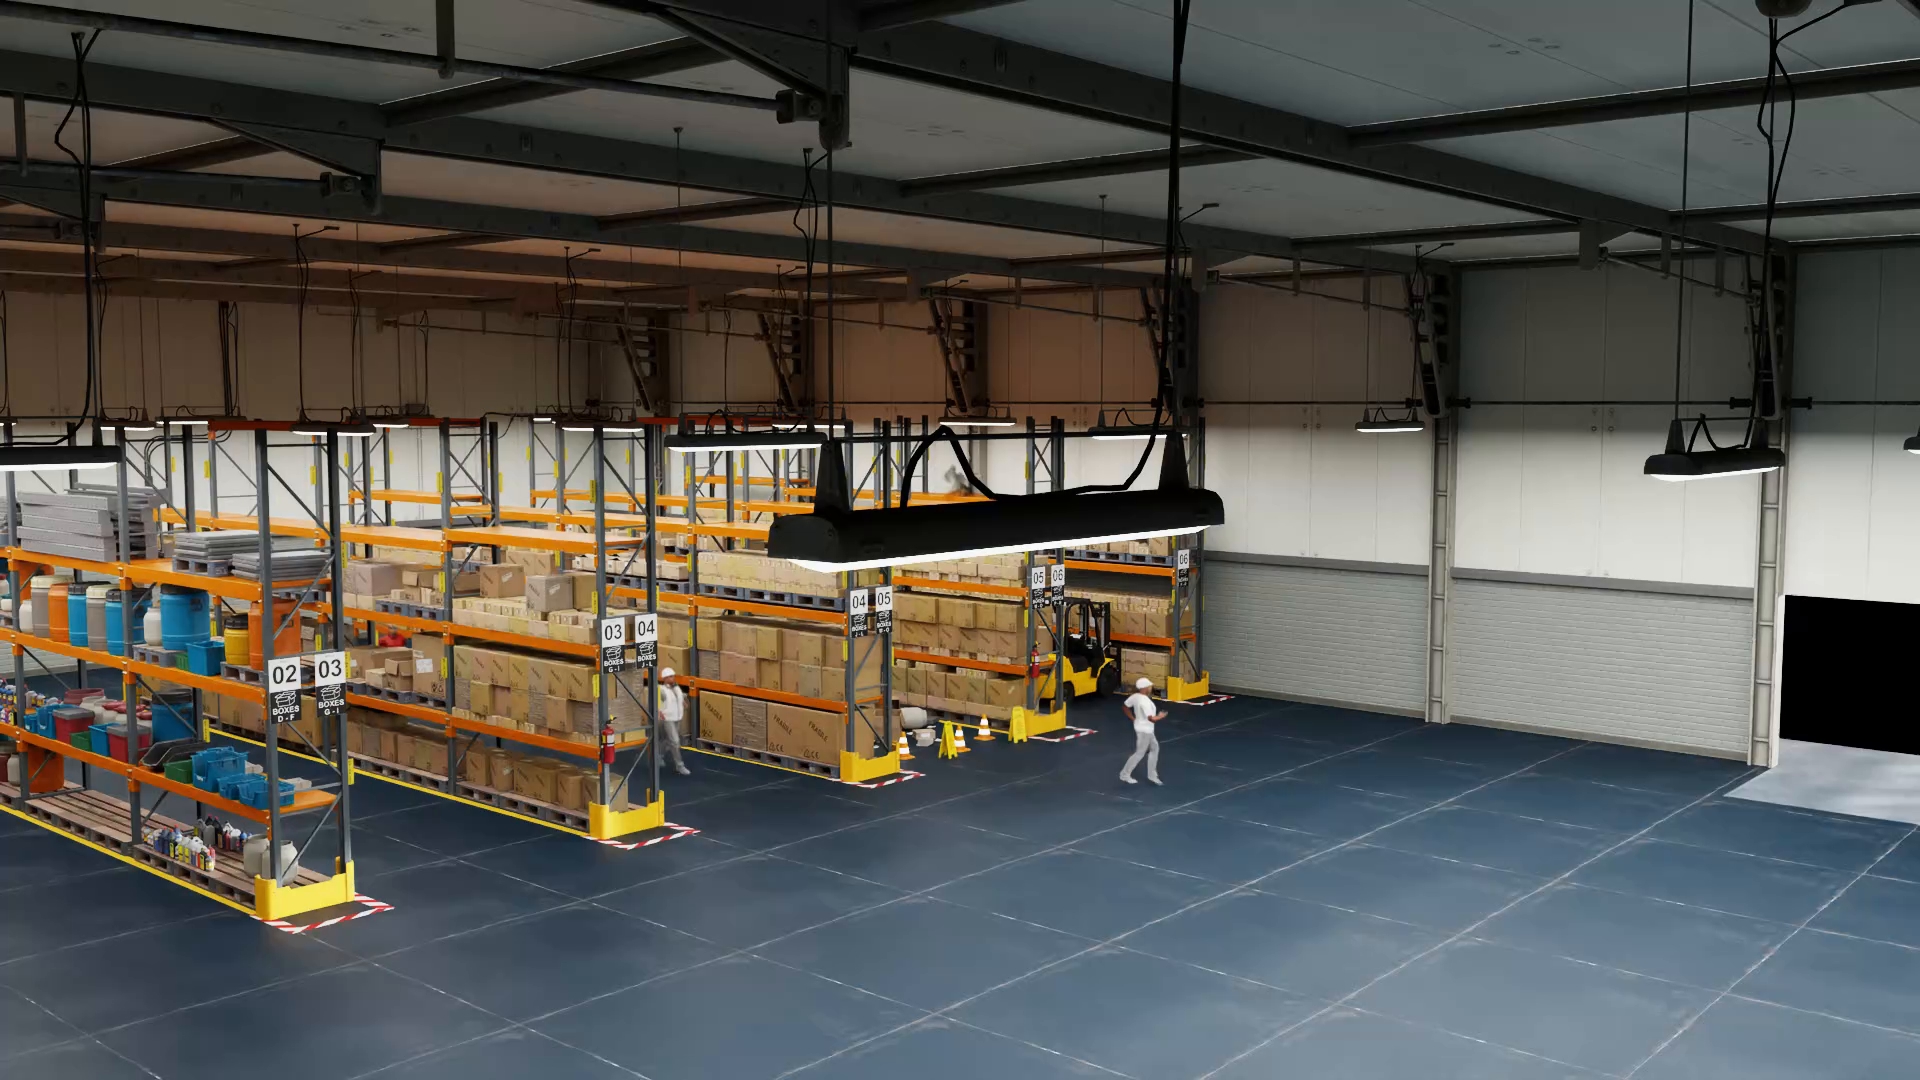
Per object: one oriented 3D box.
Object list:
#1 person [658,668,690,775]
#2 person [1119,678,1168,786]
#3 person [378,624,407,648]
[{"bbox_3d":[-4.932,3.062,28.366,0.912,1.772,0.662,3,6,31],"label":"person"},{"bbox_3d":[3.007,3.173,27.324,0.796,1.828,0.674,0,5,-4],"label":"person"},{"bbox_3d":[-11.924,2.595,34.962,0.662,1.708,0.660,4,7,43],"label":"person"}]
